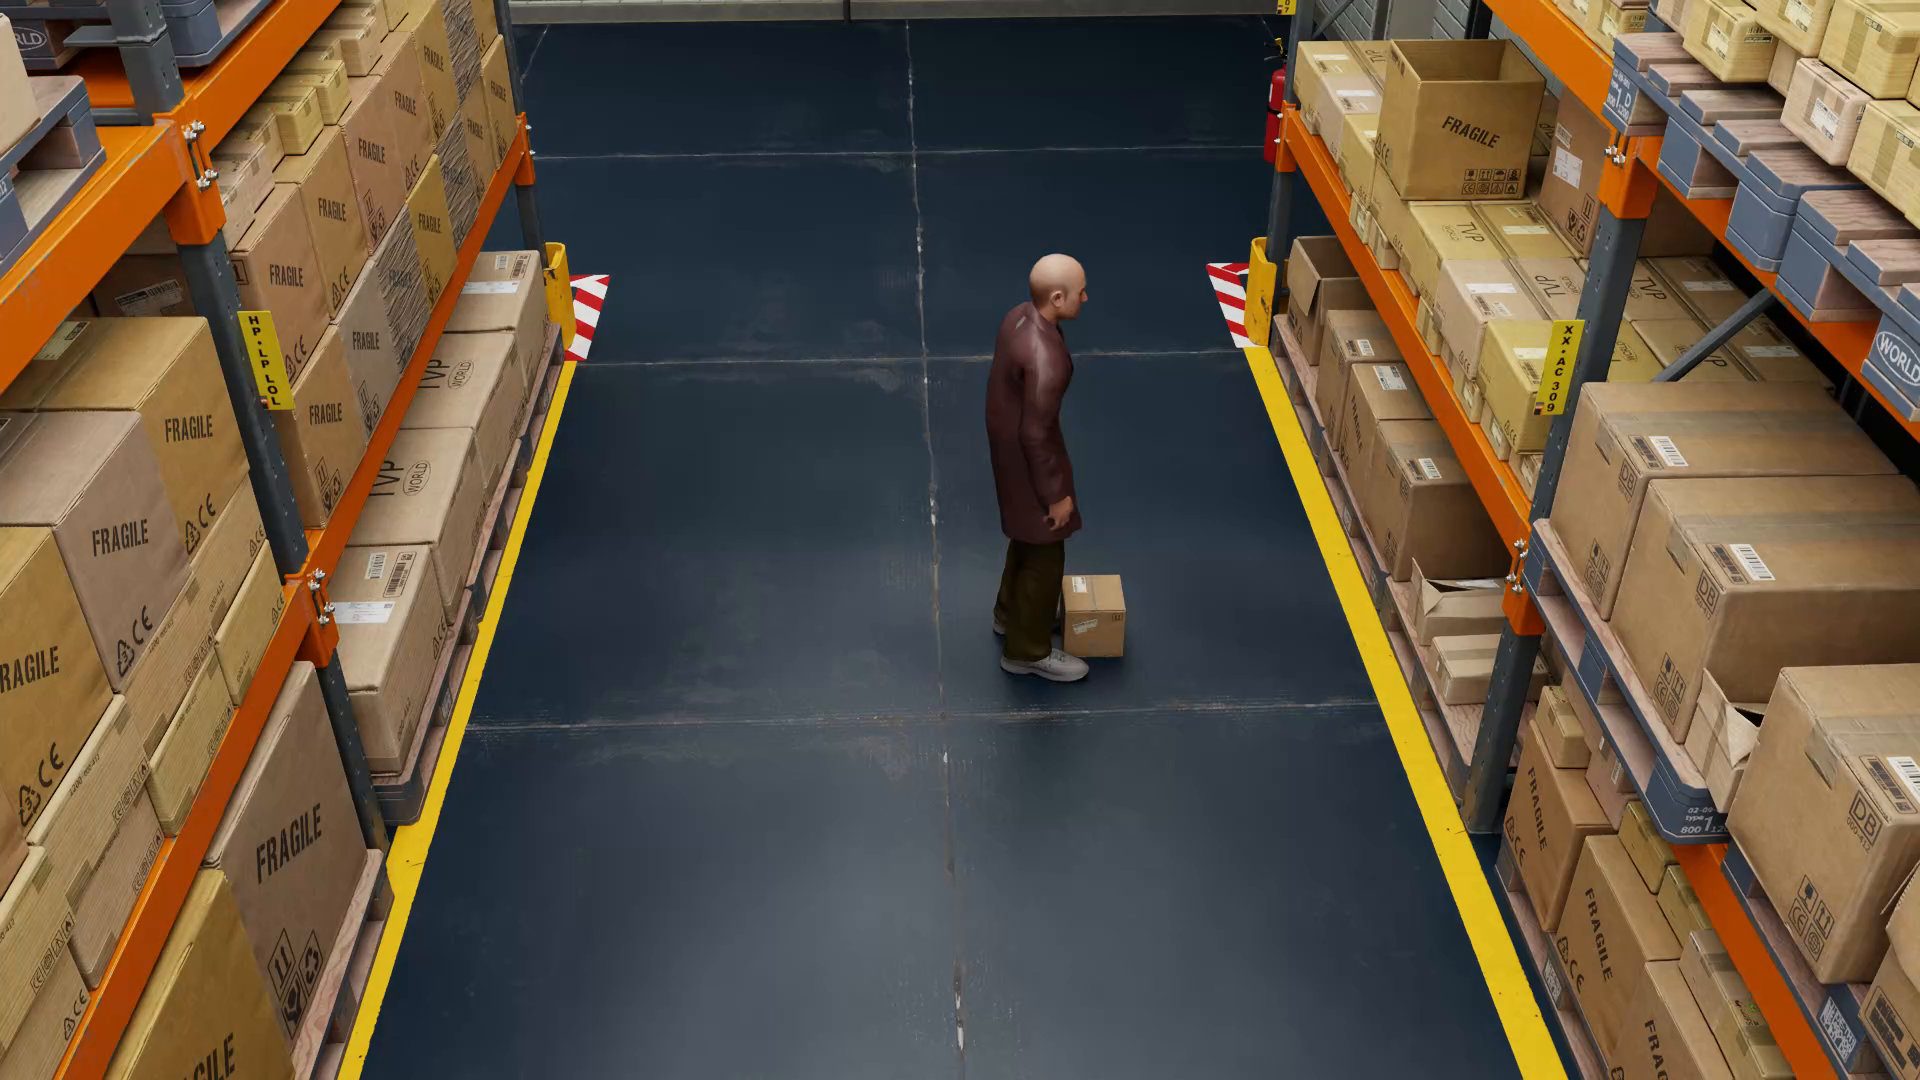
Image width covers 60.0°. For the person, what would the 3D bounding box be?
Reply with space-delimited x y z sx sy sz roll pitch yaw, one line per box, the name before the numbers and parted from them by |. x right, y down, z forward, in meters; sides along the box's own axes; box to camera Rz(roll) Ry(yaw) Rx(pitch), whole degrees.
person | 0.310 -0.299 6.588 0.416 1.774 0.656 -3 35 -4
